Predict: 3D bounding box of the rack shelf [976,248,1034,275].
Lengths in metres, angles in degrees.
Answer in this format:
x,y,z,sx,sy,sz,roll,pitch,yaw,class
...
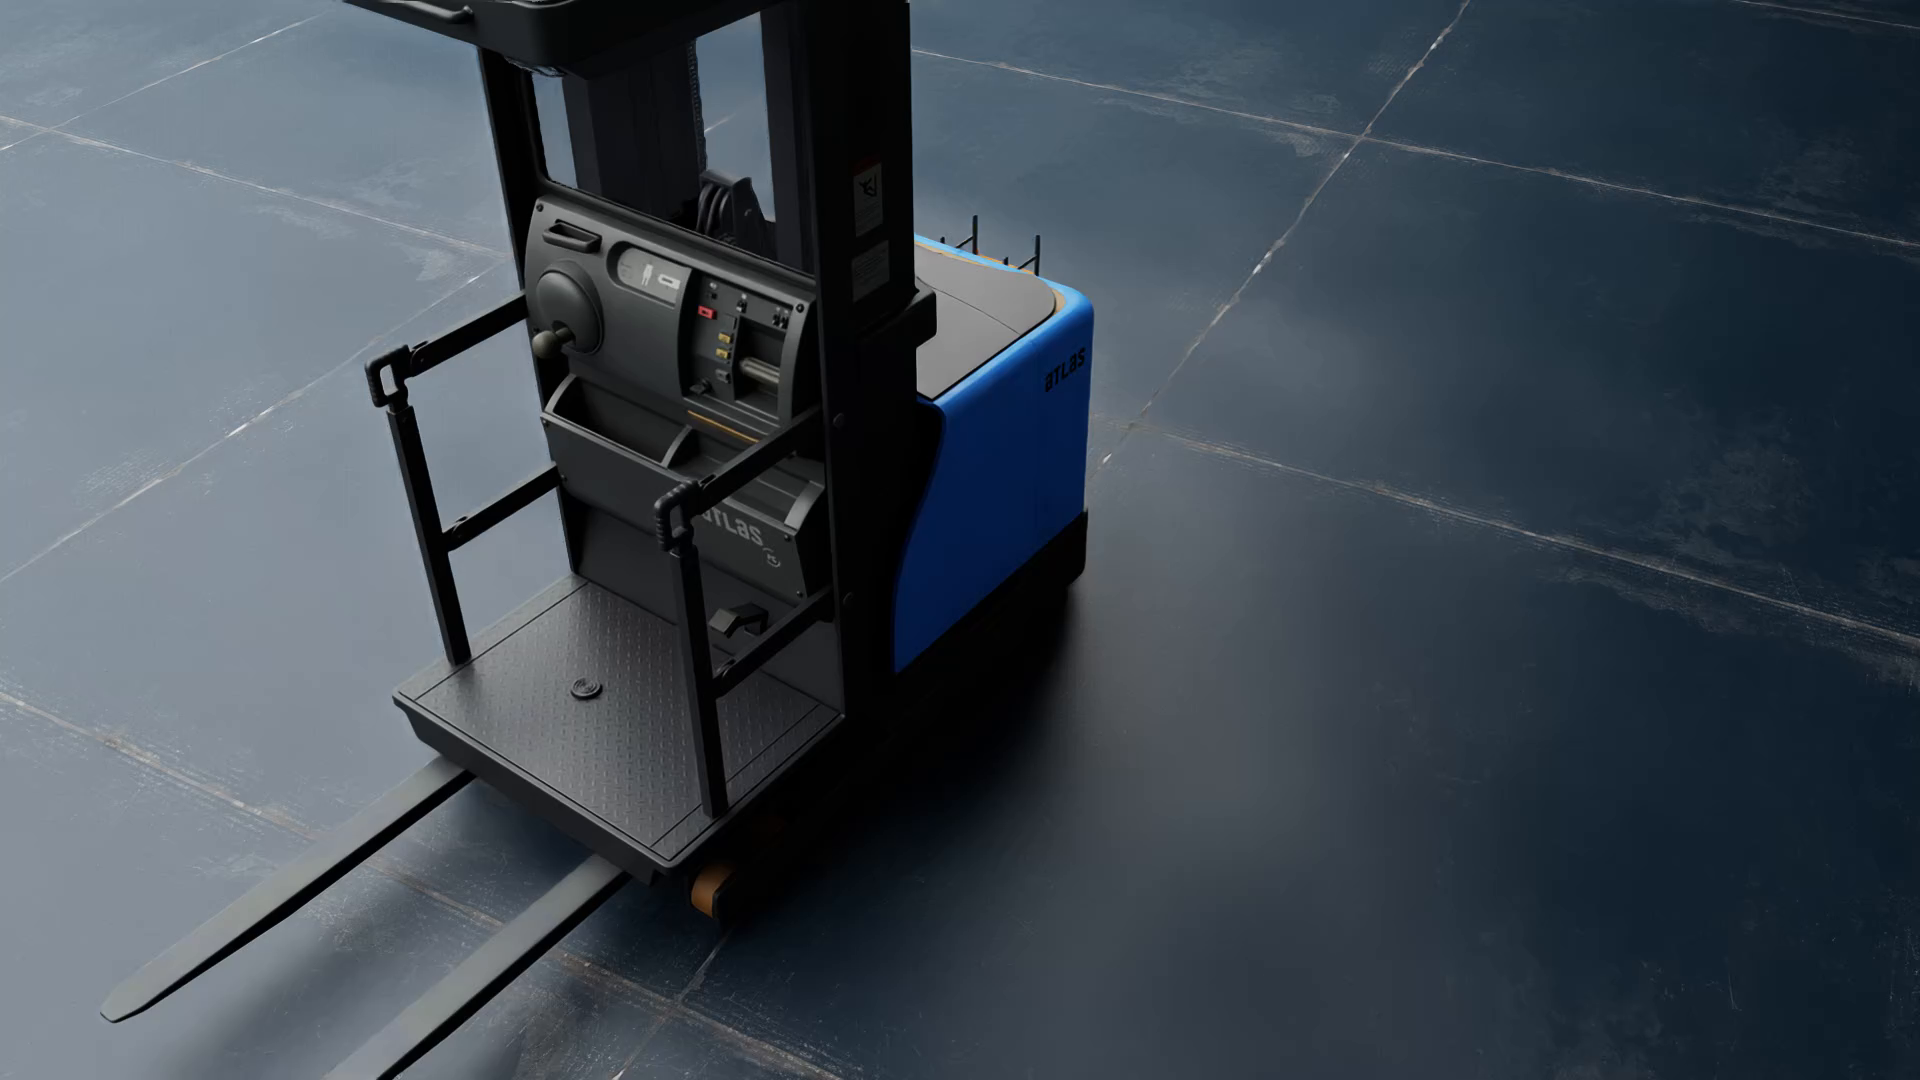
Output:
x,y,z,sx,sy,sz,roll,pitch,yaw,class
0.095,-0.766,5.439,0.240,0.259,0.215,23,43,28,rack shelf

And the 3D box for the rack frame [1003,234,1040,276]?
x,y,z,sx,sy,sz,roll,pitch,yaw,class
0.194,-0.505,5.547,0.008,1.050,0.200,23,43,28,rack frame

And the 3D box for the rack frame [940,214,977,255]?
x,y,z,sx,sy,sz,roll,pitch,yaw,class
-0.004,-0.591,5.661,0.008,1.050,0.200,23,43,28,rack frame

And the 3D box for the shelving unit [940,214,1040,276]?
x,y,z,sx,sy,sz,roll,pitch,yaw,class
0.095,-0.548,5.604,0.252,1.050,0.215,23,43,28,shelving unit

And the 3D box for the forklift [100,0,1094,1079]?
x,y,z,sx,sy,sz,roll,pitch,yaw,class
-0.864,-0.497,3.980,1.130,2.935,3.031,24,43,28,forklift
